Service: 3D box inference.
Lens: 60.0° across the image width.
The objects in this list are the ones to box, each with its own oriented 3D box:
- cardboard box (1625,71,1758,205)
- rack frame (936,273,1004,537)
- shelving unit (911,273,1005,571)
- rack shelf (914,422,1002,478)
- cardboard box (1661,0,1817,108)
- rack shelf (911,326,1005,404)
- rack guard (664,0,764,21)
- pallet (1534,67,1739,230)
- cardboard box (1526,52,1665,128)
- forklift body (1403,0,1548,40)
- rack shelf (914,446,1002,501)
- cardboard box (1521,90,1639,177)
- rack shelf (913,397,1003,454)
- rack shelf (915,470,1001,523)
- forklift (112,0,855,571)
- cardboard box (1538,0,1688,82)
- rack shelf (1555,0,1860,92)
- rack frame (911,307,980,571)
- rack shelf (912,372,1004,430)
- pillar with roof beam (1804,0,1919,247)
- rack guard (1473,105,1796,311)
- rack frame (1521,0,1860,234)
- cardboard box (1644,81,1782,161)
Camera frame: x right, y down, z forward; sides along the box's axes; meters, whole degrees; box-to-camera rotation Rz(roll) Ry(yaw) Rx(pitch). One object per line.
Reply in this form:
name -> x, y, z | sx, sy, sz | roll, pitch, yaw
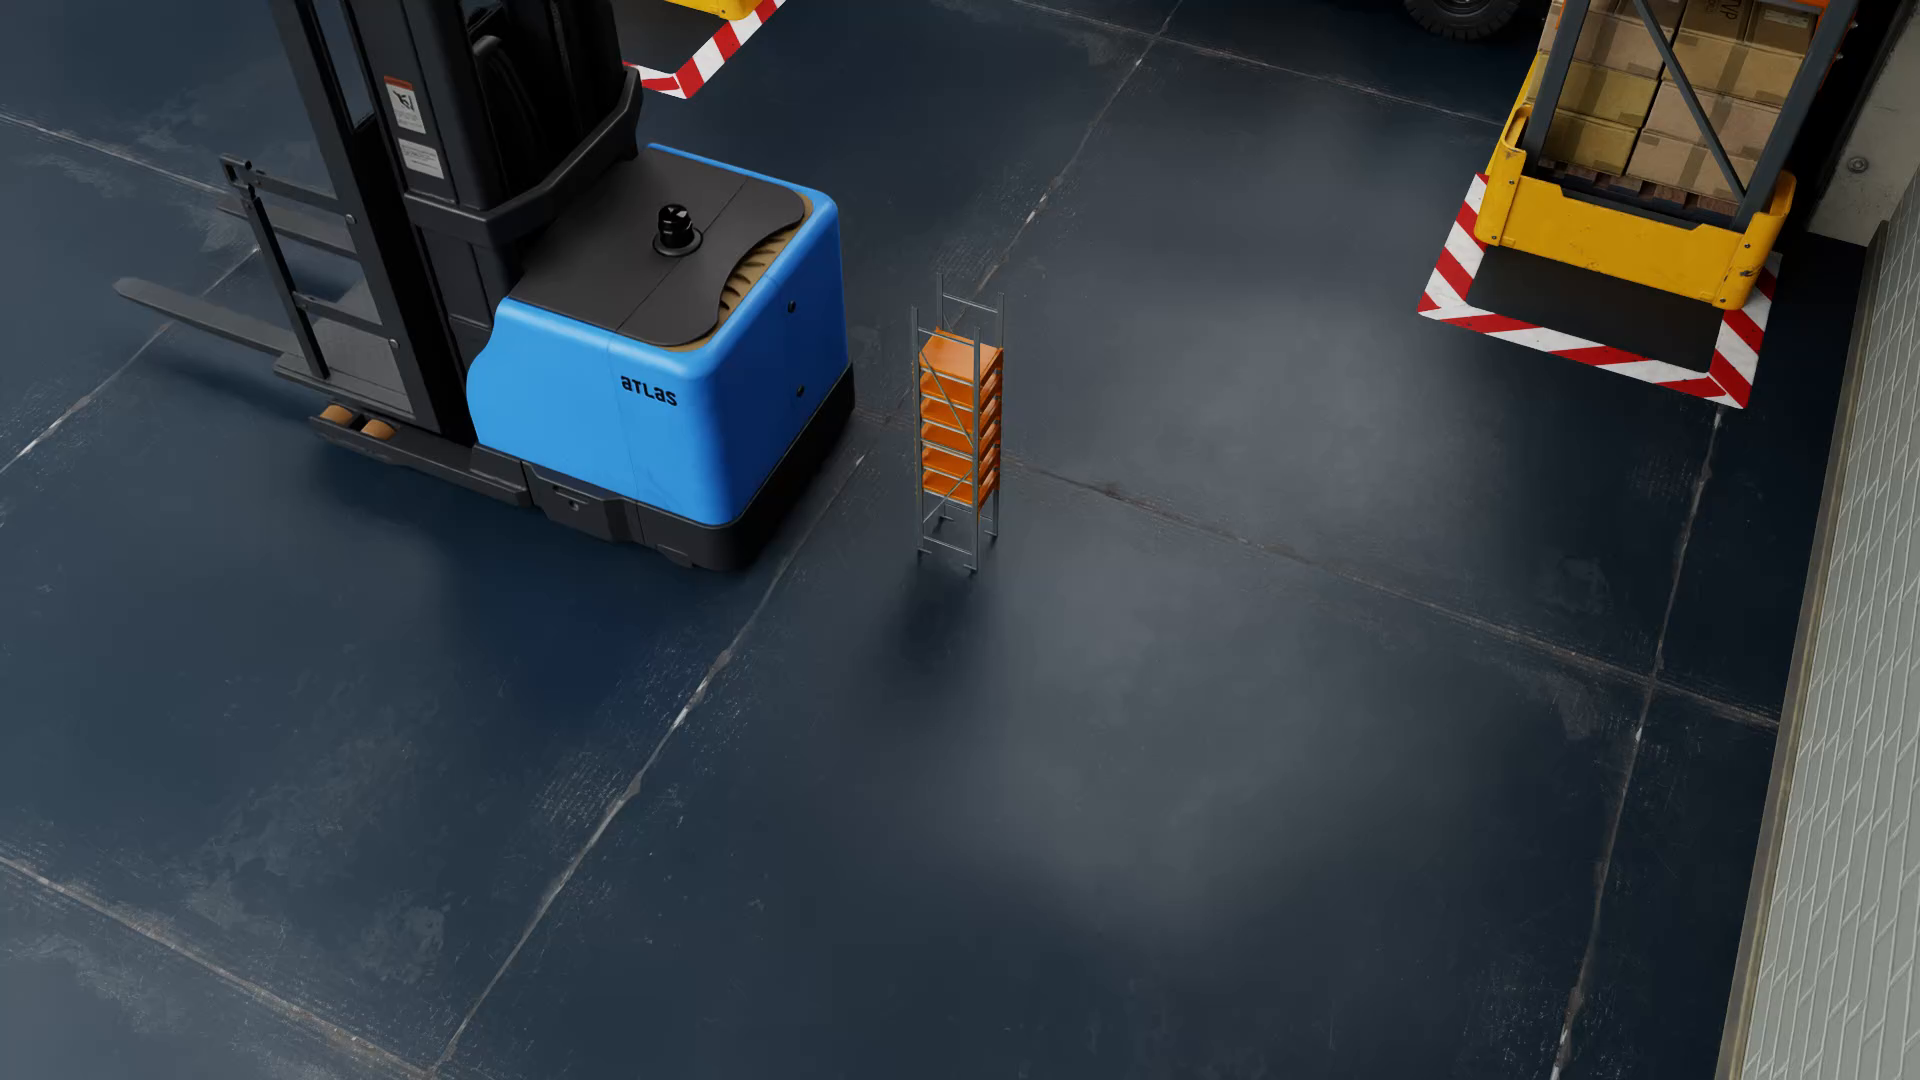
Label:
cardboard box -> 3.267, -1.777, 7.322 | 0.500, 0.250, 0.500 | 20, 52, 16
rack frame -> 0.033, -0.442, 5.838 | 0.240, 1.200, 0.006 | 20, 52, 16
shelving unit -> -0.006, -0.379, 5.785 | 0.258, 1.200, 0.189 | 20, 52, 16
rack shelf -> -0.006, -0.350, 5.818 | 0.258, 0.103, 0.180 | 20, 52, 16
cardboard box -> 3.257, -2.096, 6.937 | 0.500, 0.250, 0.500 | 19, 52, 16
rack shelf -> -0.006, -0.583, 5.544 | 0.258, 0.103, 0.180 | 20, 52, 16
rack guard -> -1.577, -3.112, 8.570 | 1.175, 0.500, 0.348 | 20, 52, 16
pallet -> 3.169, -1.894, 7.723 | 1.003, 0.211, 1.213 | 20, 52, 16
cardboard box -> 2.806, -2.101, 7.270 | 0.500, 0.250, 0.500 | 19, 52, 16
forklift body -> 2.041, -3.882, 8.141 | 2.313, 2.155, 1.214 | 20, 52, 16
rack shelf -> -0.006, -0.272, 5.910 | 0.258, 0.103, 0.180 | 20, 52, 16
cardboard box -> 2.795, -1.929, 7.451 | 0.500, 0.250, 0.500 | 20, 53, 16
rack shelf -> -0.006, -0.428, 5.727 | 0.258, 0.103, 0.180 | 20, 52, 16
rack shelf -> -0.006, -0.195, 6.001 | 0.258, 0.103, 0.180 | 20, 52, 16
forklift -> -1.978, -1.603, 5.689 | 3.031, 2.935, 1.130 | 19, 52, 16
cardboard box -> 2.795, -2.245, 7.064 | 0.500, 0.250, 0.500 | 21, 53, 17
rack shelf -> 3.735, -3.401, 7.647 | 1.077, 0.370, 4.000 | 20, 52, 16
rack frame -> -0.045, -0.316, 5.731 | 0.240, 1.200, 0.006 | 20, 52, 16
rack shelf -> -0.006, -0.506, 5.636 | 0.258, 0.103, 0.180 | 20, 52, 16
pillar with roof beam -> 0.100, -5.788, 5.267 | 9.100, 9.000, 0.400 | 20, 52, 16
rack guard -> 2.870, -1.431, 7.139 | 1.175, 0.500, 0.348 | 20, 52, 16
rack frame -> 2.880, -2.257, 6.201 | 1.000, 3.000, 0.127 | 20, 52, 16
cardboard box -> 3.269, -1.921, 7.116 | 0.500, 0.250, 0.500 | 21, 53, 17
